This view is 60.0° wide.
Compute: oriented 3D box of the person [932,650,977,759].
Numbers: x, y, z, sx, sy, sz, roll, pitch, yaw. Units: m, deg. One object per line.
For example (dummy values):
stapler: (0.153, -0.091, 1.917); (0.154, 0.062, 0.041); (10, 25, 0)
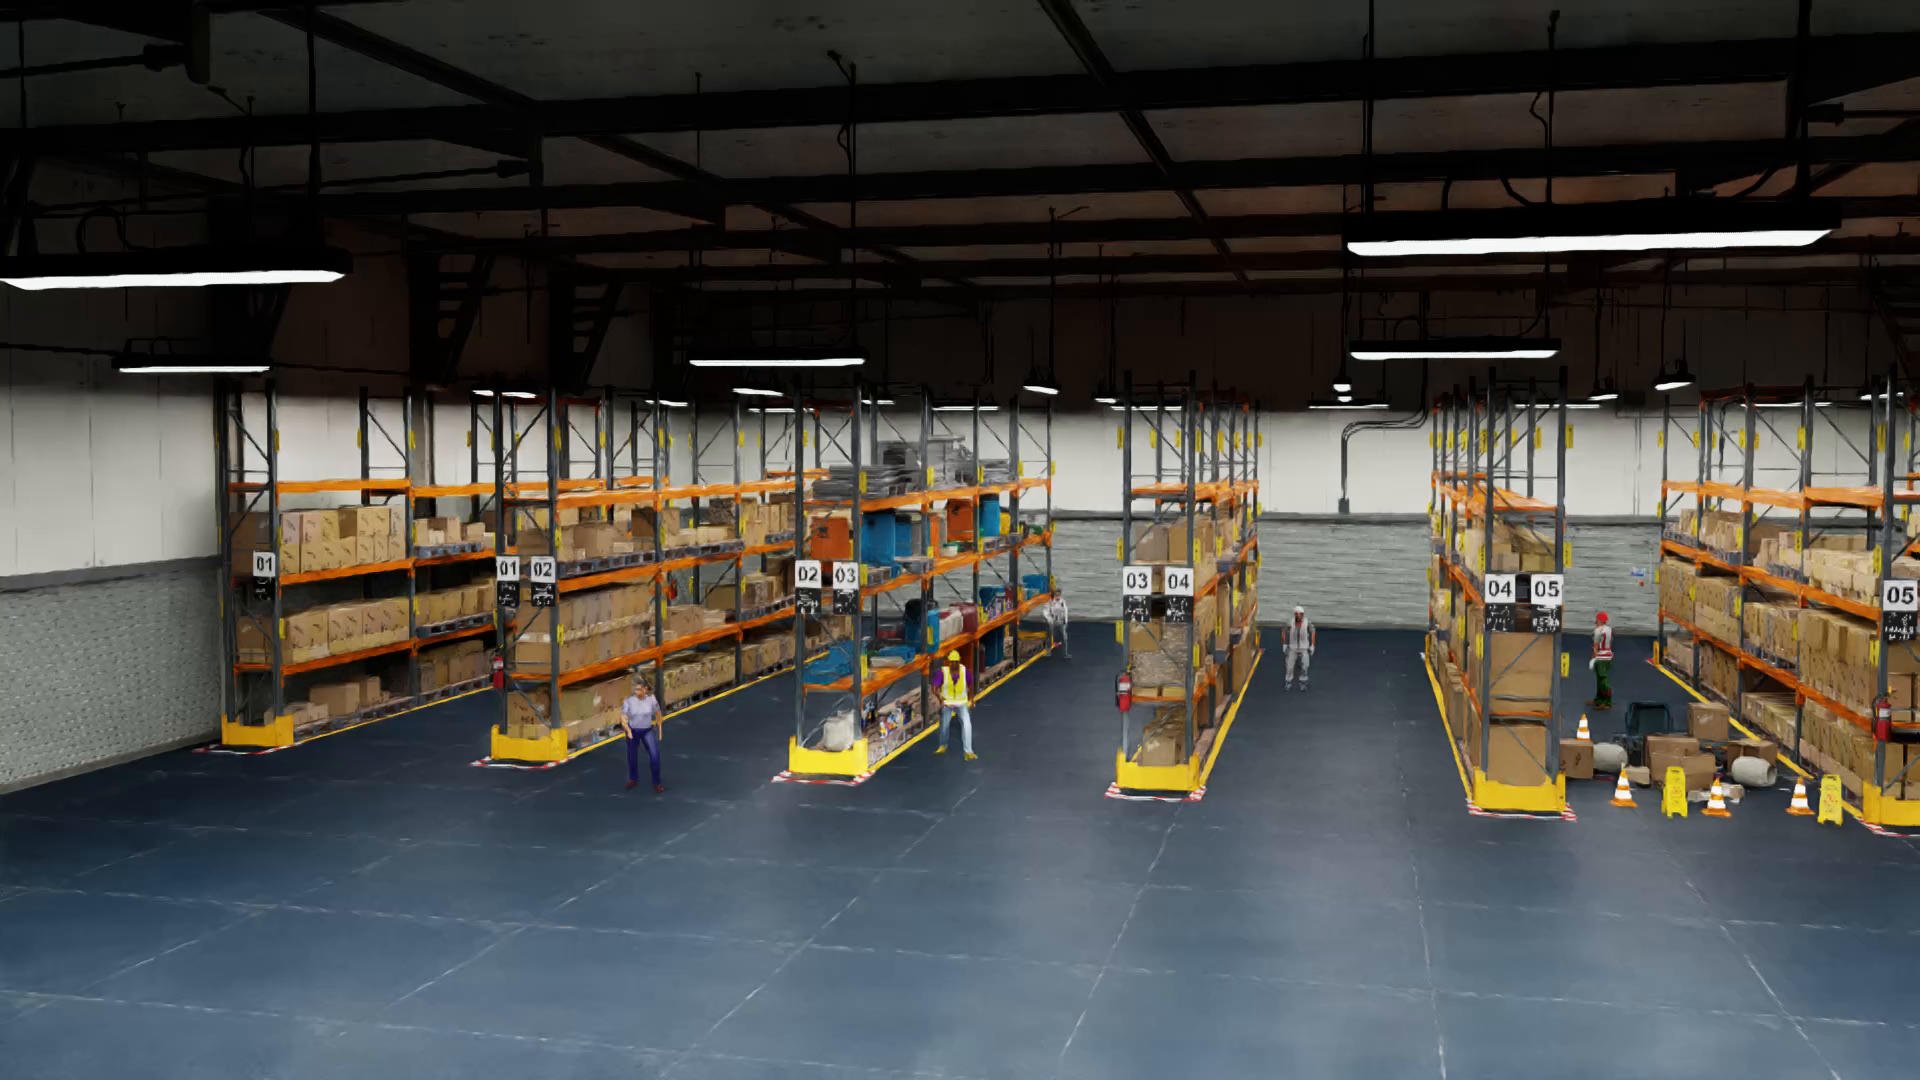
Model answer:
person: (-0.099, 2.573, 26.241); (0.700, 1.705, 0.840); (0, 3, -4)

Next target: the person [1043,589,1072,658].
person: (2.218, 1.894, 38.251); (0.638, 1.607, 0.814); (0, 3, -4)

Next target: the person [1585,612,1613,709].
person: (11.953, 2.231, 31.076); (0.569, 1.786, 0.649); (3, 5, 42)

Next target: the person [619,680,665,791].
person: (-4.543, 2.789, 23.810); (0.643, 1.569, 0.749); (0, 3, -8)

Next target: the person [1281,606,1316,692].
person: (6.710, 2.160, 33.005); (0.677, 1.742, 0.552); (1, 4, 12)
